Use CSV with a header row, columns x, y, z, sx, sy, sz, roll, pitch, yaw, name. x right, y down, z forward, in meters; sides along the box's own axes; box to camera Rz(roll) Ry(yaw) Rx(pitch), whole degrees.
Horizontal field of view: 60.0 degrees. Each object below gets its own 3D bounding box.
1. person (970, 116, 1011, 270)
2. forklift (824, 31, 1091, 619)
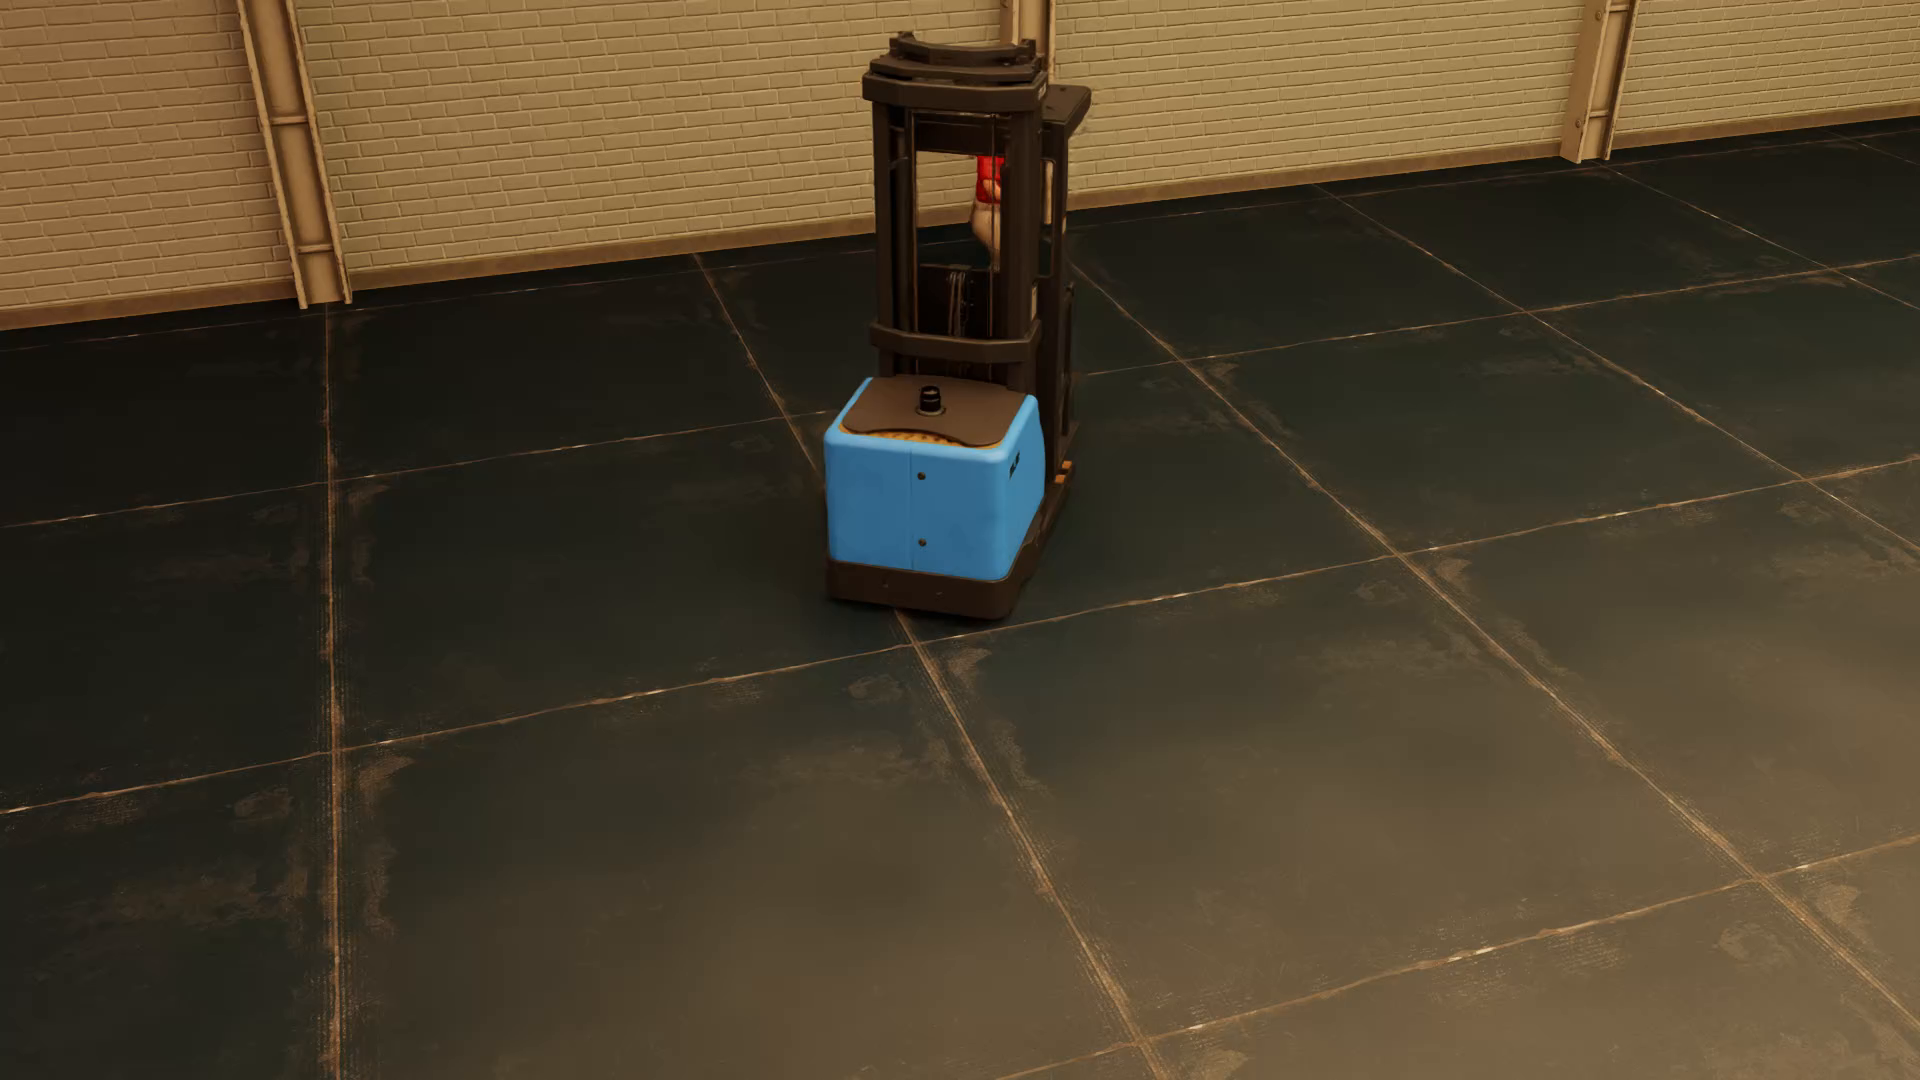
x,y,z,sx,sy,sz,roll,pitch,yaw,name
0.331,-2.451,12.622,0.515,1.685,0.754,-3,30,-5,person
0.119,-1.557,9.794,1.130,2.935,3.031,7,31,13,forklift
